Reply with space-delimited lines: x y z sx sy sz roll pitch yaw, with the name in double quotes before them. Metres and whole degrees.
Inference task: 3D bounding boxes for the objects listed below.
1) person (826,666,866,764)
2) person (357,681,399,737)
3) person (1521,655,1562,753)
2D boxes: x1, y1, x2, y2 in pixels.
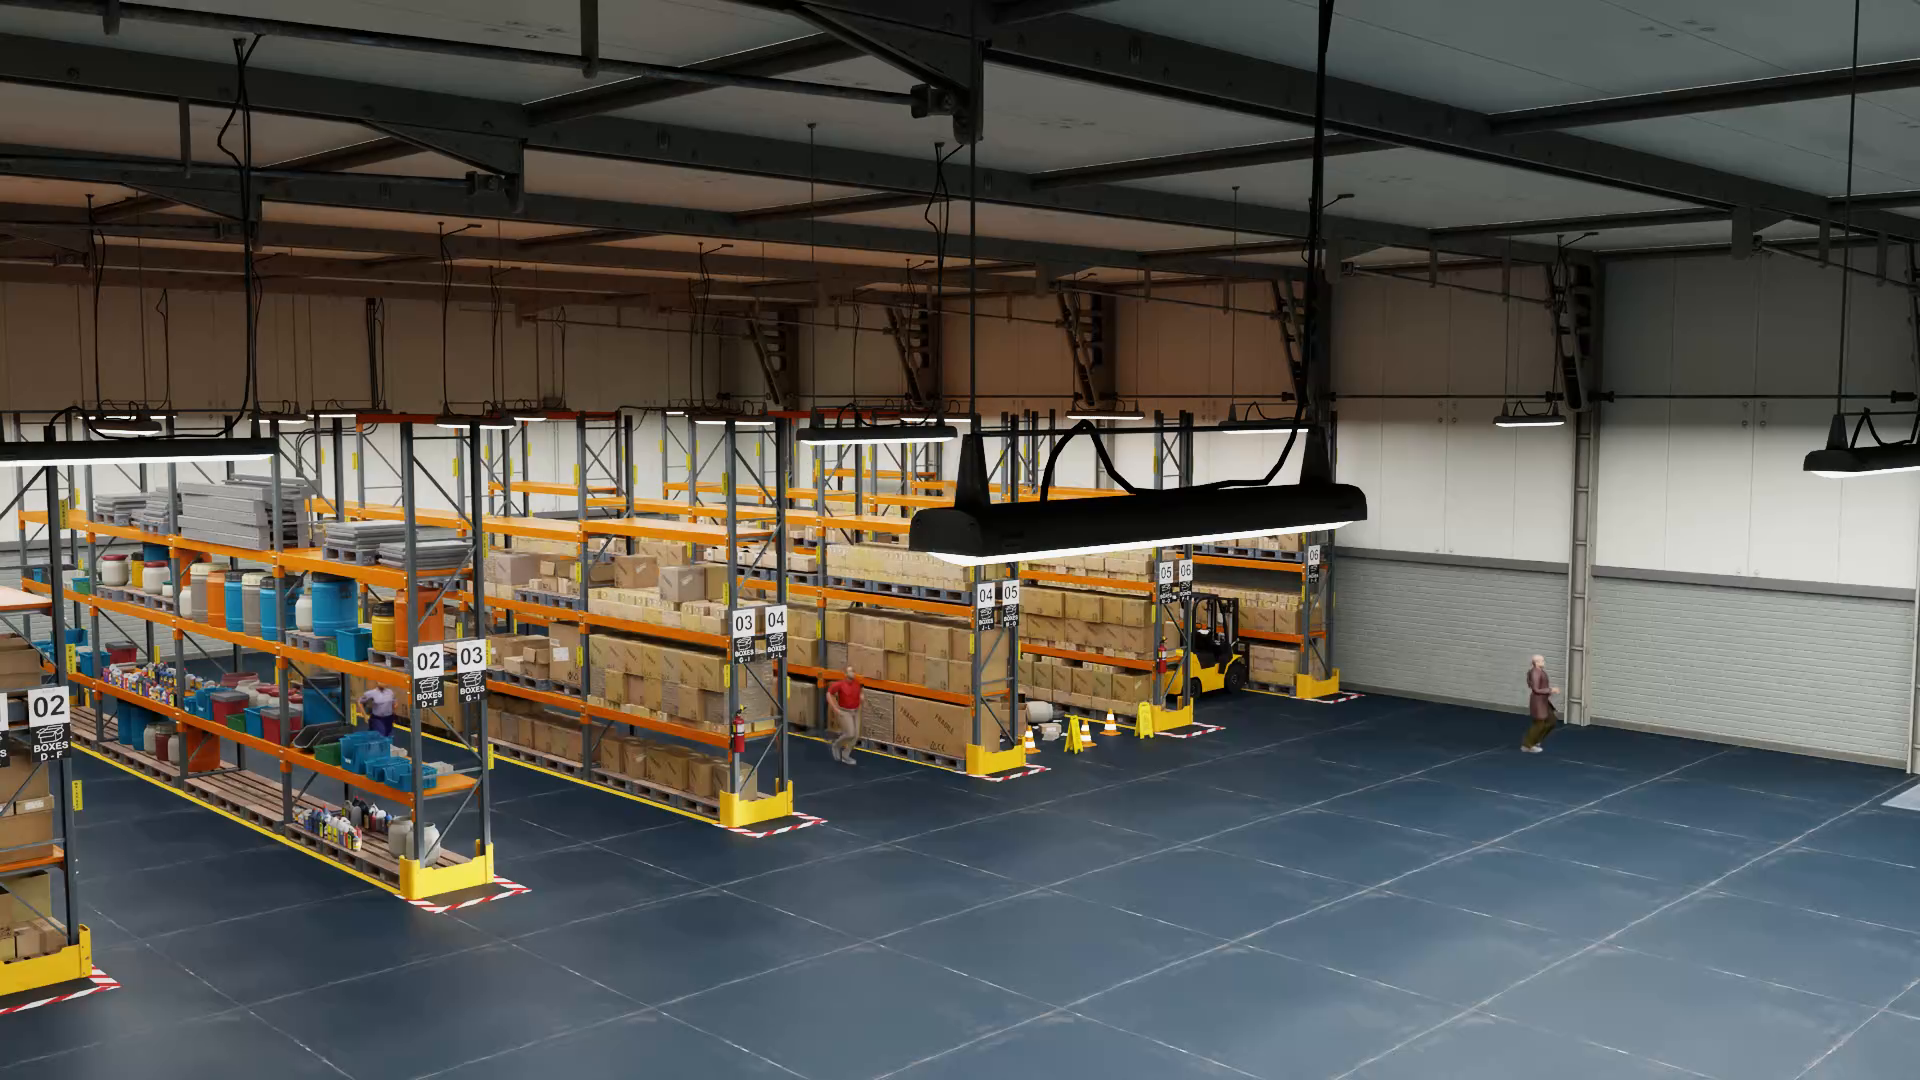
"person" -1.891 3.007 28.550 0.710 1.694 0.563 -5 7 -44
"person" -9.698 3.095 27.827 0.775 1.708 0.582 3 6 34
"person" 10.289 2.908 29.375 0.686 1.769 0.692 3 6 27
